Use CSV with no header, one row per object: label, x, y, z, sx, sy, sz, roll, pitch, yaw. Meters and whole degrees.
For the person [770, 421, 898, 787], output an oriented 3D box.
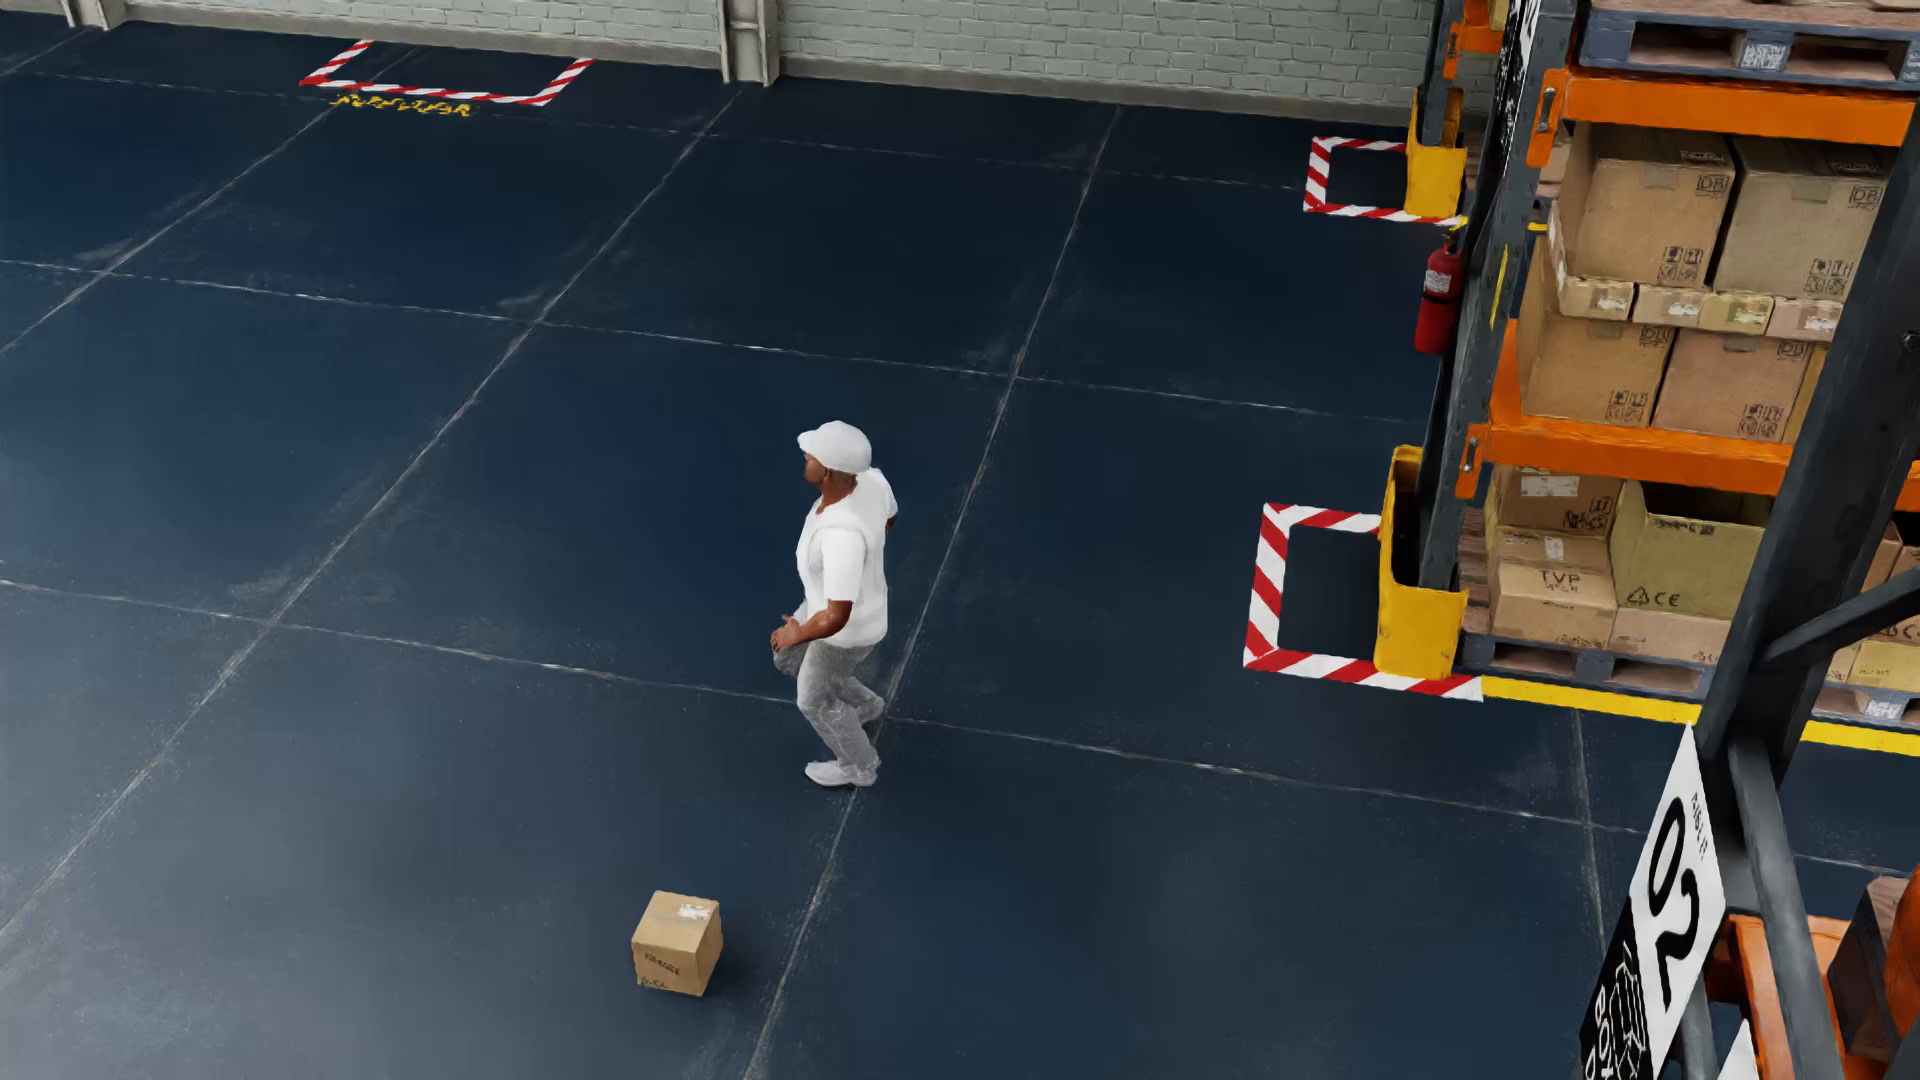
person,-0.502,0.301,6.565,0.531,1.731,0.739,-1,36,-1
